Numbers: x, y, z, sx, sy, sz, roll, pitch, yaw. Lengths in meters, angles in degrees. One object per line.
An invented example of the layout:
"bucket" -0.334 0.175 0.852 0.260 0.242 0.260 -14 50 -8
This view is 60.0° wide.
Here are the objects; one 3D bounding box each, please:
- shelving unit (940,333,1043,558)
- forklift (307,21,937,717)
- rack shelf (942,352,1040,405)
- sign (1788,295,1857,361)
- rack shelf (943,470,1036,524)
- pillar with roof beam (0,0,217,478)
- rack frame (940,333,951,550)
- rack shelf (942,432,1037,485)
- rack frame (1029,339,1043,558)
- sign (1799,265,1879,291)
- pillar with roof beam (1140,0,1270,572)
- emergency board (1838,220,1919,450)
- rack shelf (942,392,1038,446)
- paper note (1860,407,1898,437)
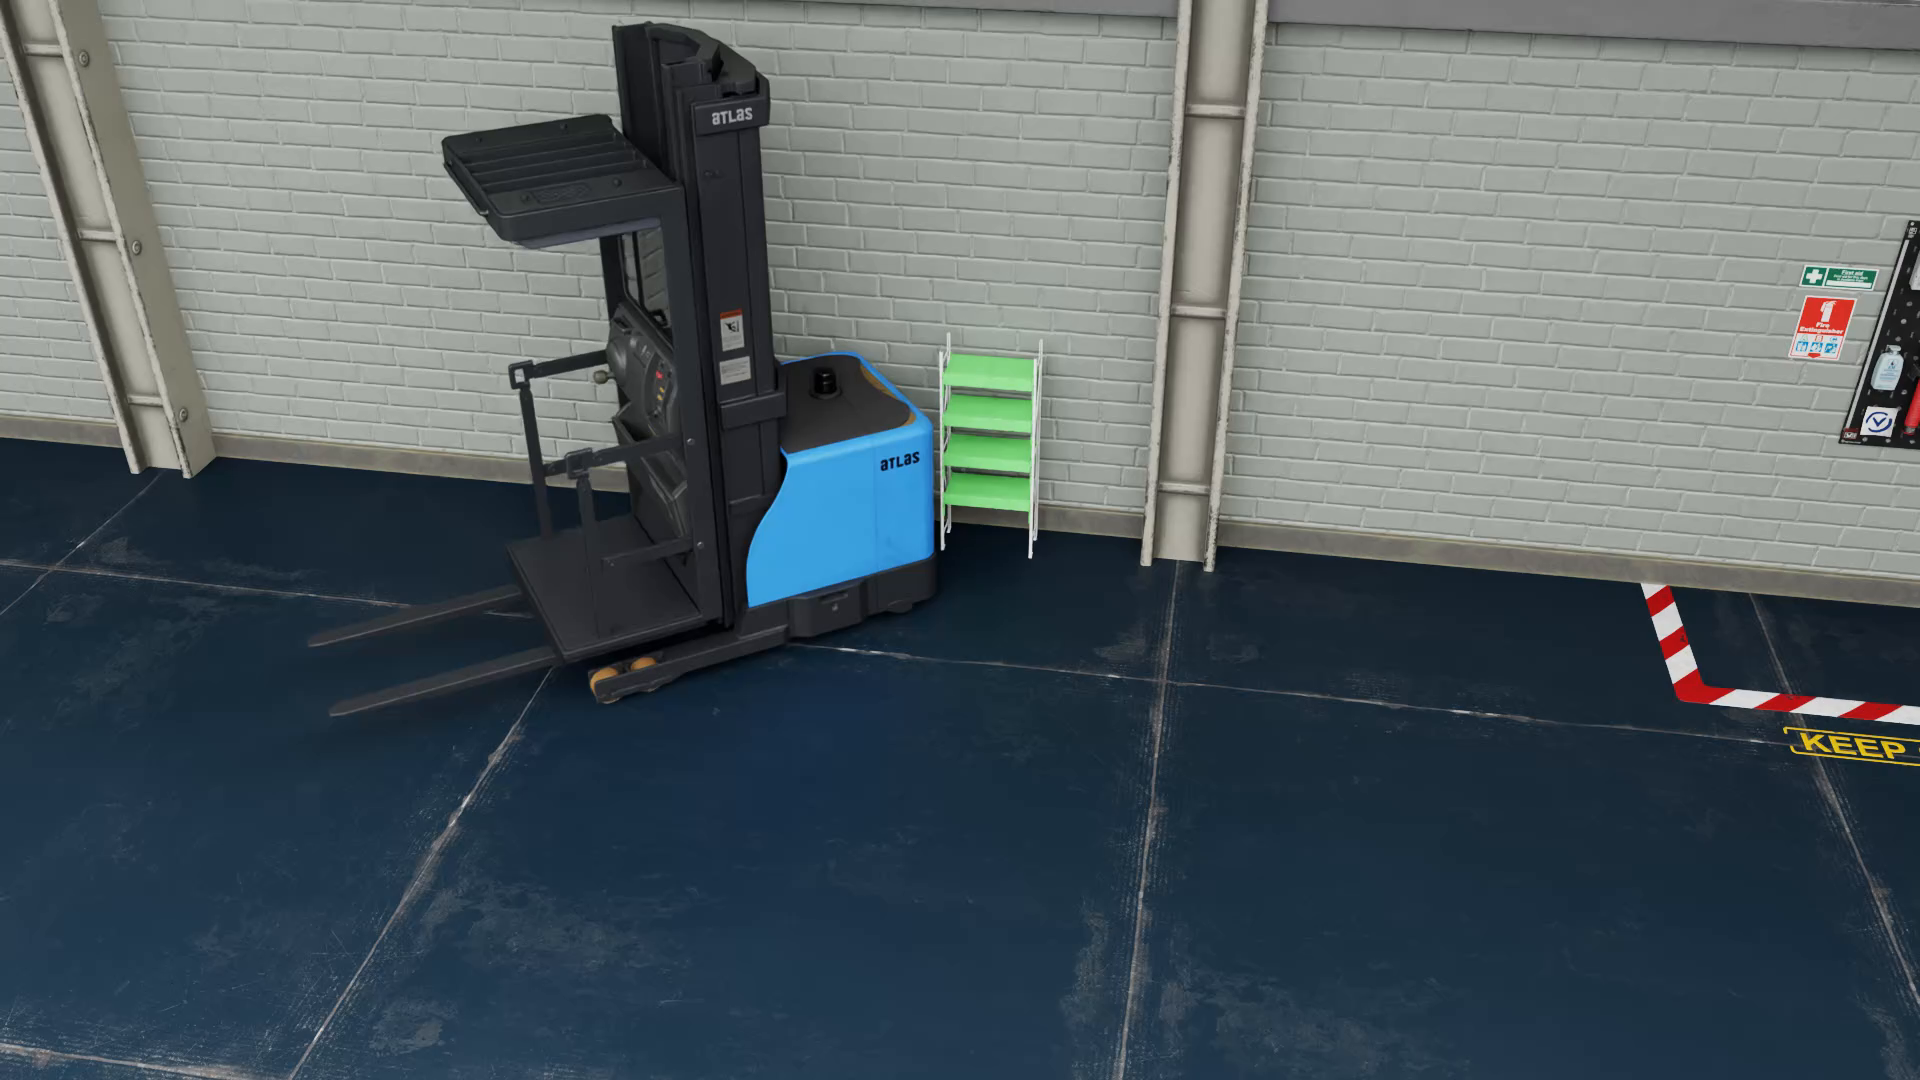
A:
"shelving unit" 0.163 -0.494 8.908 0.503 1.200 0.258 5 32 8
"forklift" -1.668 -0.779 7.731 3.031 2.935 1.130 -15 35 -23
"rack shelf" 0.163 -0.847 8.687 0.480 0.148 0.258 5 32 8
"sign" 4.159 -1.022 8.021 0.234 0.329 0.001 5 32 8
"rack shelf" 0.163 -0.236 9.069 0.480 0.148 0.258 5 32 8
"pillar with roof beam" -5.437 -2.025 4.004 0.400 9.000 9.100 5 32 8
"rack frame" -0.077 -0.516 8.943 0.015 1.200 0.240 5 32 8
"rack shelf" 0.163 -0.440 8.942 0.480 0.148 0.258 5 32 8
"rack frame" 0.404 -0.472 8.873 0.015 1.200 0.240 5 32 8
"sign" 4.162 -1.241 7.873 0.331 0.109 0.001 5 32 8
"pillar with roof beam" 0.477 -1.490 3.148 0.400 9.000 9.100 5 32 8
"emergency board" 4.681 -0.913 7.882 0.626 1.169 0.157 5 32 8
"rack shelf" 0.163 -0.643 8.815 0.480 0.148 0.258 5 32 8
"paper note" 4.523 -0.582 8.182 0.142 0.148 0.016 5 32 8
